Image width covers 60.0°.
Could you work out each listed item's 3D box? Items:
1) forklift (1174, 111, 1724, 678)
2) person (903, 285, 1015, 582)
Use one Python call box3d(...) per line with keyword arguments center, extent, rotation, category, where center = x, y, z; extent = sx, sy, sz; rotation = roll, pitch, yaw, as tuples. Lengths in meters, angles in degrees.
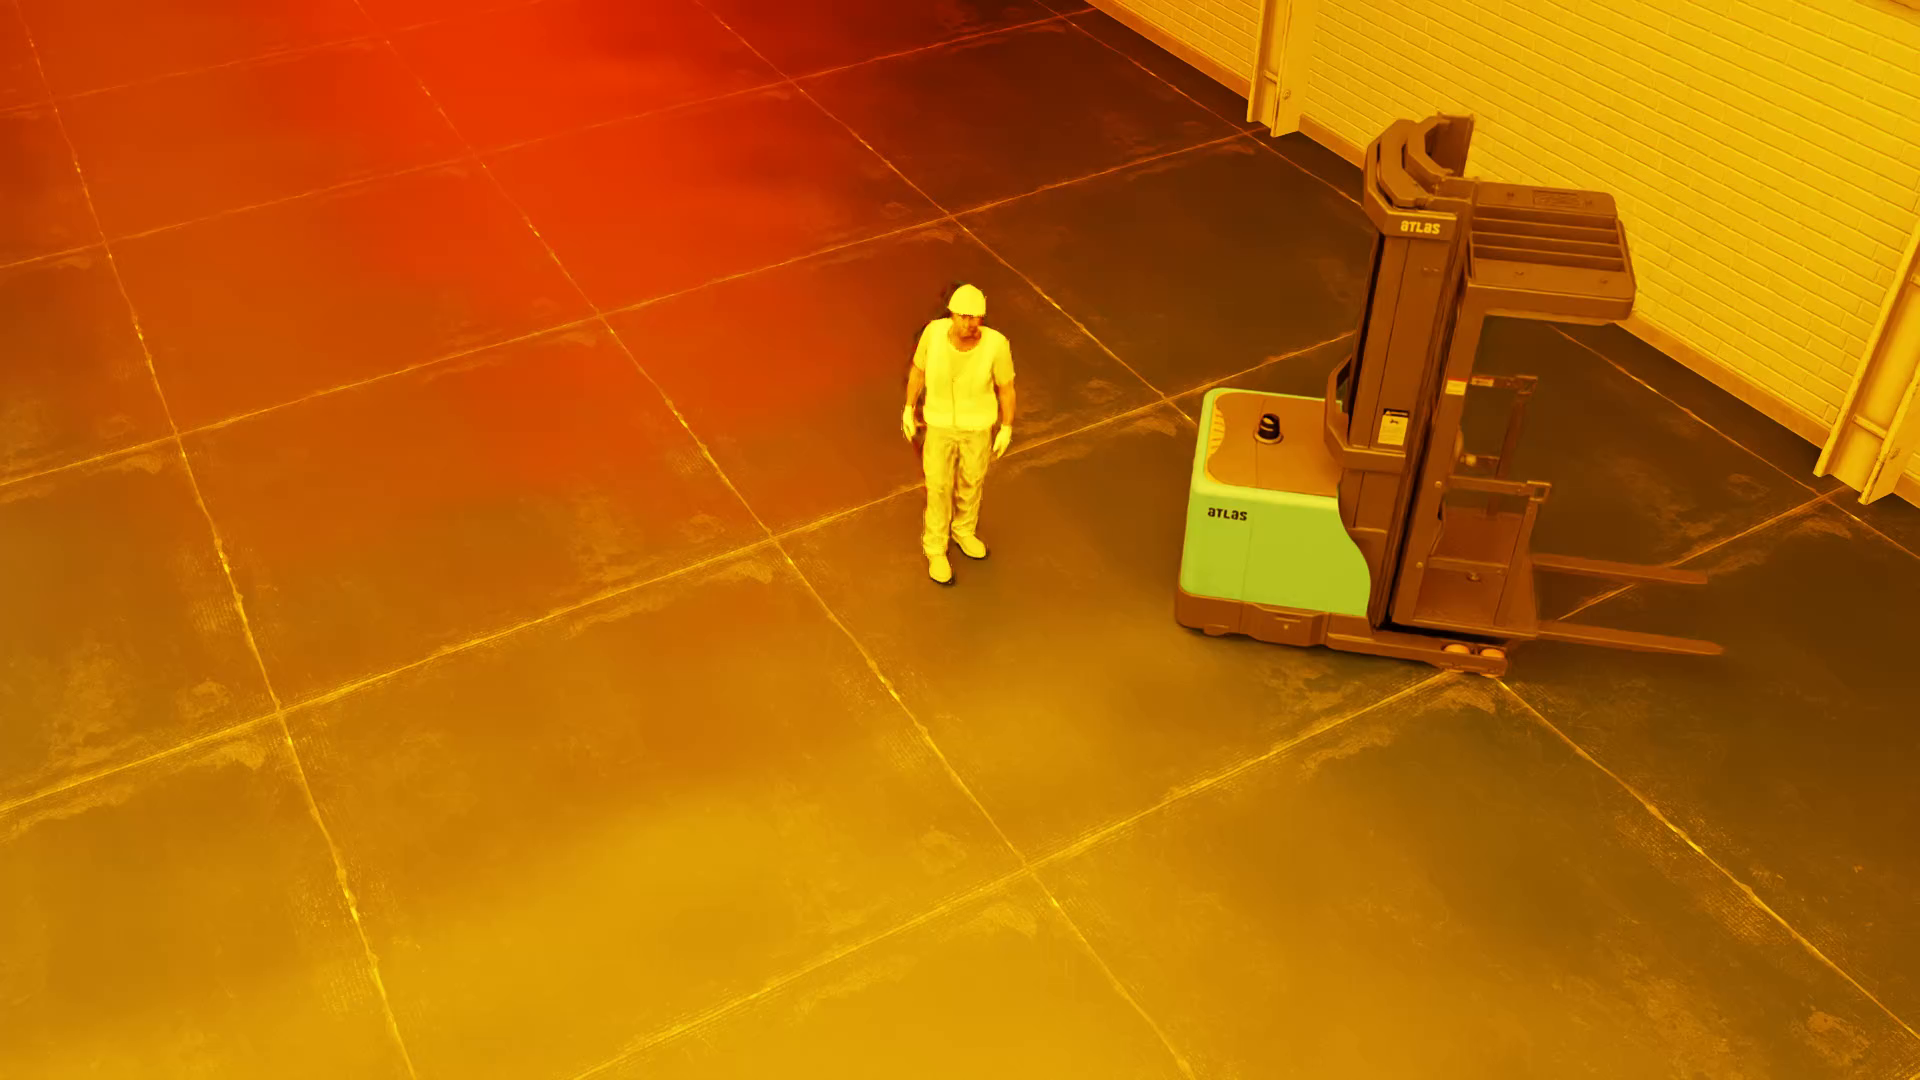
box3d(center=(2.818, -0.721, 8.906), extent=(3.031, 2.935, 1.130), rotation=(7, 40, 9), category="forklift")
box3d(center=(-0.032, -0.611, 9.667), extent=(0.651, 1.777, 0.669), rotation=(7, 40, 8), category="person")
